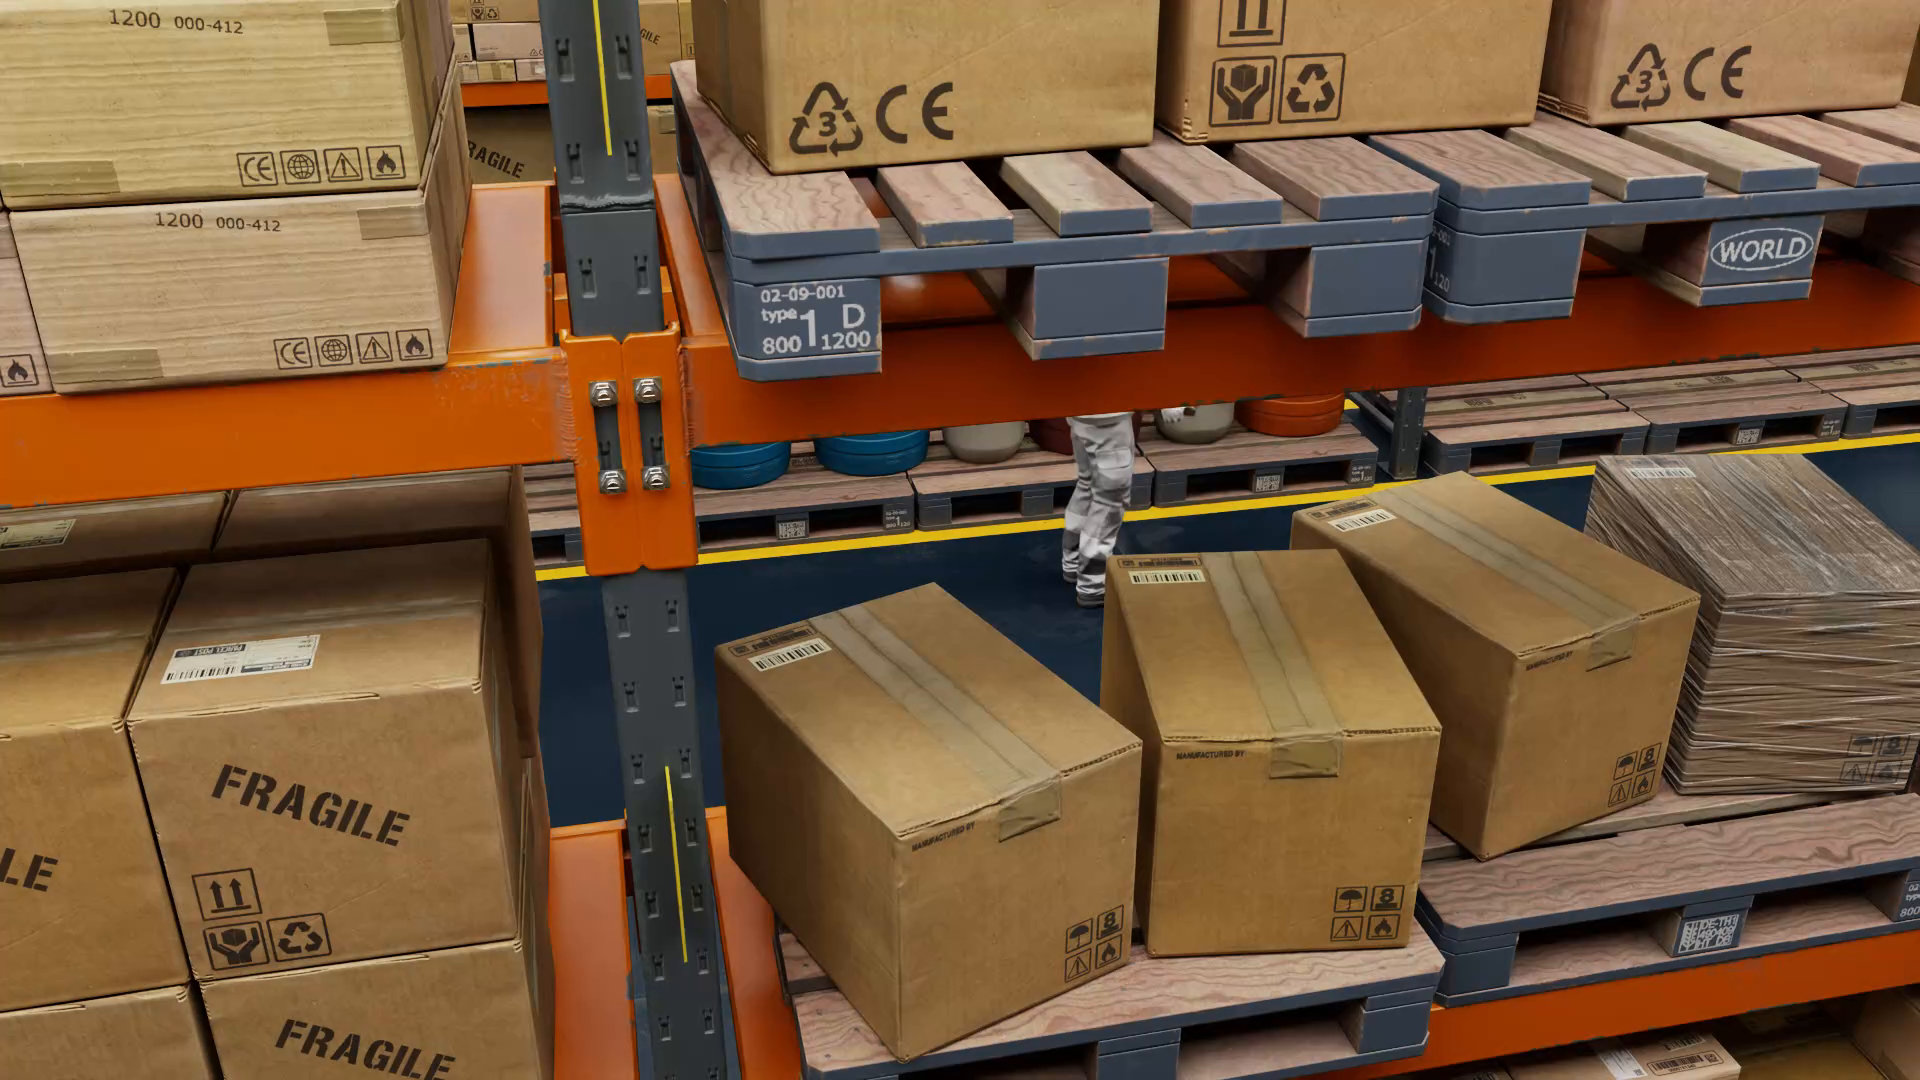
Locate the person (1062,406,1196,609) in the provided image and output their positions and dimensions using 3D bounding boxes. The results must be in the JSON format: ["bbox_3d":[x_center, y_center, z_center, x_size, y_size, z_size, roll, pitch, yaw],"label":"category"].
[{"bbox_3d":[0.709,-0.584,7.264,0.560,1.784,0.495,-6,27,-12],"label":"person"}]
